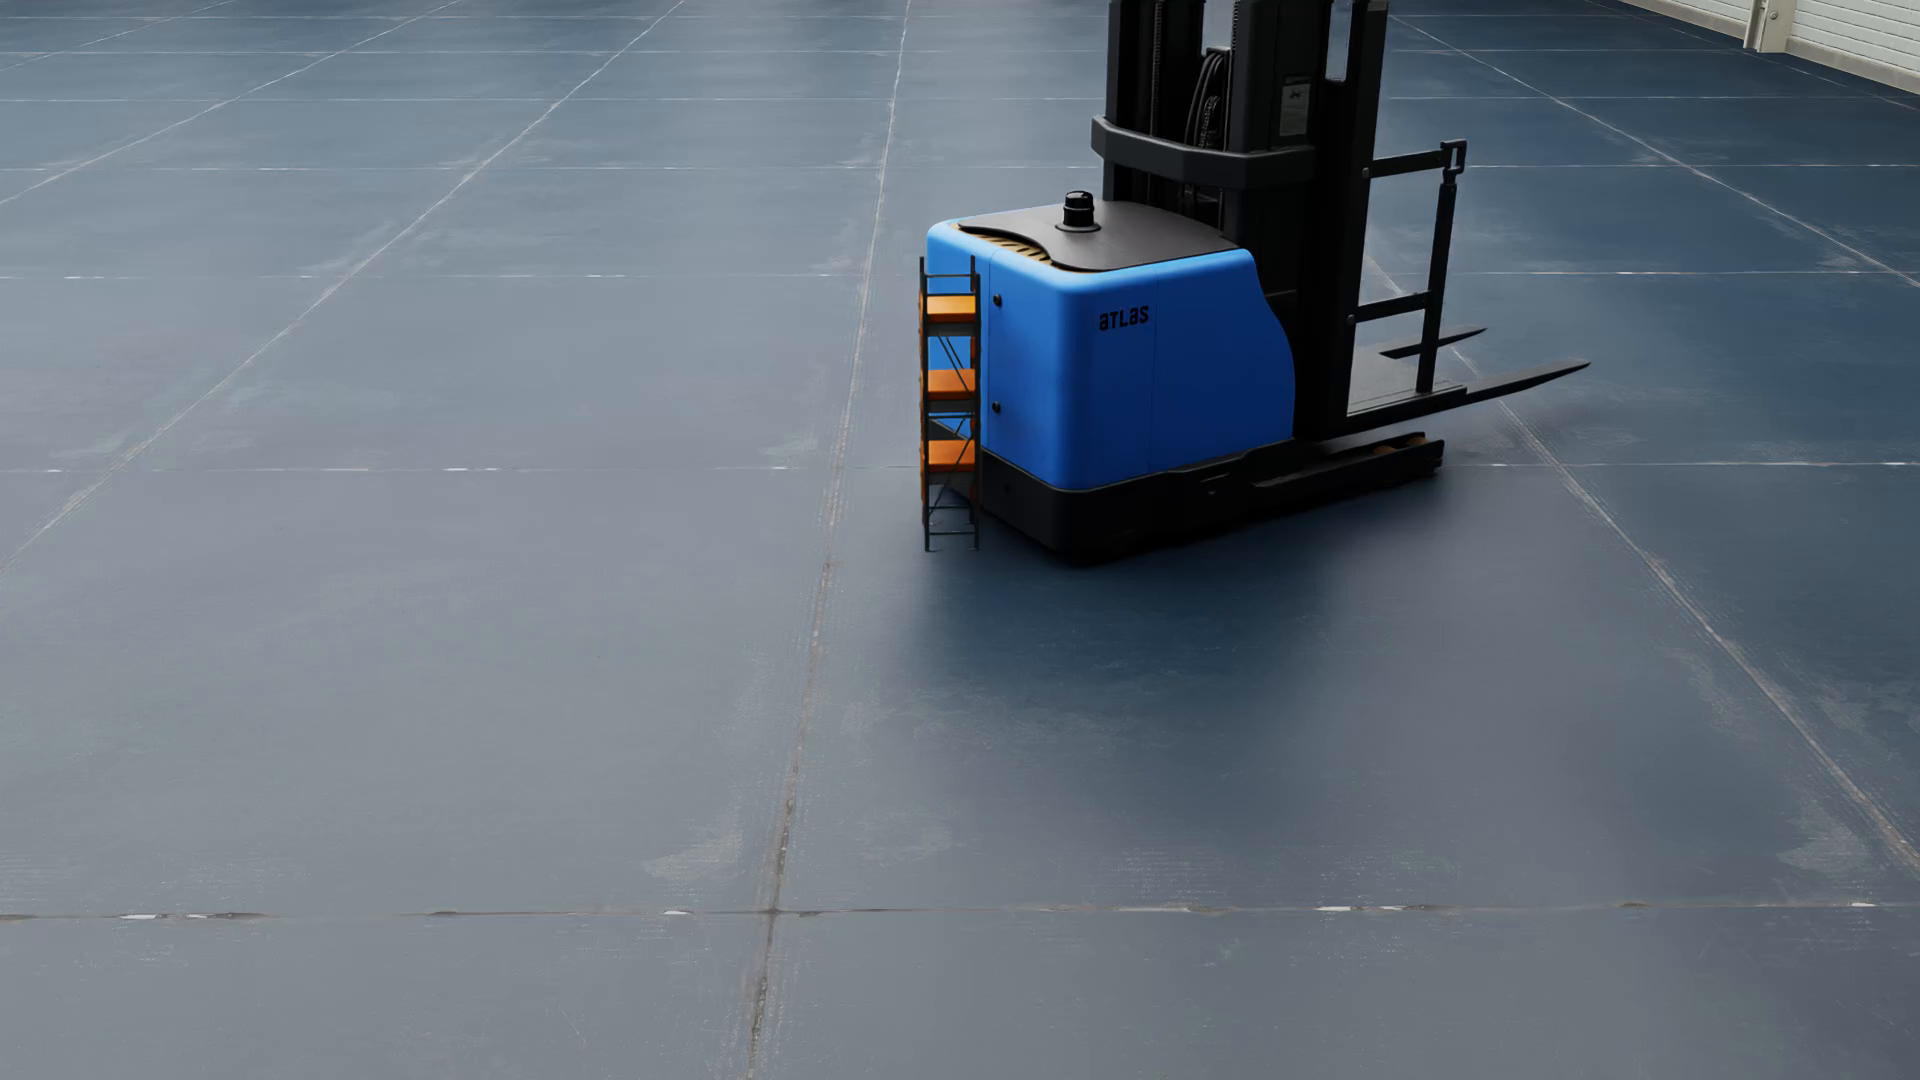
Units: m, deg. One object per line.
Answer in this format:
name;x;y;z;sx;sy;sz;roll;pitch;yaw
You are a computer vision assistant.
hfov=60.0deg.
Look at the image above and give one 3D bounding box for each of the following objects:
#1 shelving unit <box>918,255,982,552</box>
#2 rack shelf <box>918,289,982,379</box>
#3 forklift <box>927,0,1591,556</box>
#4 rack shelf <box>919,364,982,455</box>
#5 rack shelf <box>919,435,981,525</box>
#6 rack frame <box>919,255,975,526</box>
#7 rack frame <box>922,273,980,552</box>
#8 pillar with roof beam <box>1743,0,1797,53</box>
shelving unit;-0.037;-0.487;6.053;0.215;1.050;0.252;-2;24;-3
rack shelf;-0.037;-0.736;5.940;0.215;0.259;0.240;-2;24;-3
forklift;1.381;-1.718;6.493;3.031;2.935;1.130;-14;28;-29
rack shelf;-0.037;-0.477;6.057;0.215;0.259;0.240;-2;24;-3
rack shelf;-0.037;-0.224;6.172;0.215;0.259;0.240;-2;24;-3
rack frame;-0.045;-0.537;6.164;0.200;1.050;0.008;-2;24;-3
rack frame;-0.029;-0.437;5.942;0.200;1.050;0.008;-2;24;-3
pillar with roof beam;4.380;-9.368;16.044;9.100;9.000;0.400;0;24;-1
